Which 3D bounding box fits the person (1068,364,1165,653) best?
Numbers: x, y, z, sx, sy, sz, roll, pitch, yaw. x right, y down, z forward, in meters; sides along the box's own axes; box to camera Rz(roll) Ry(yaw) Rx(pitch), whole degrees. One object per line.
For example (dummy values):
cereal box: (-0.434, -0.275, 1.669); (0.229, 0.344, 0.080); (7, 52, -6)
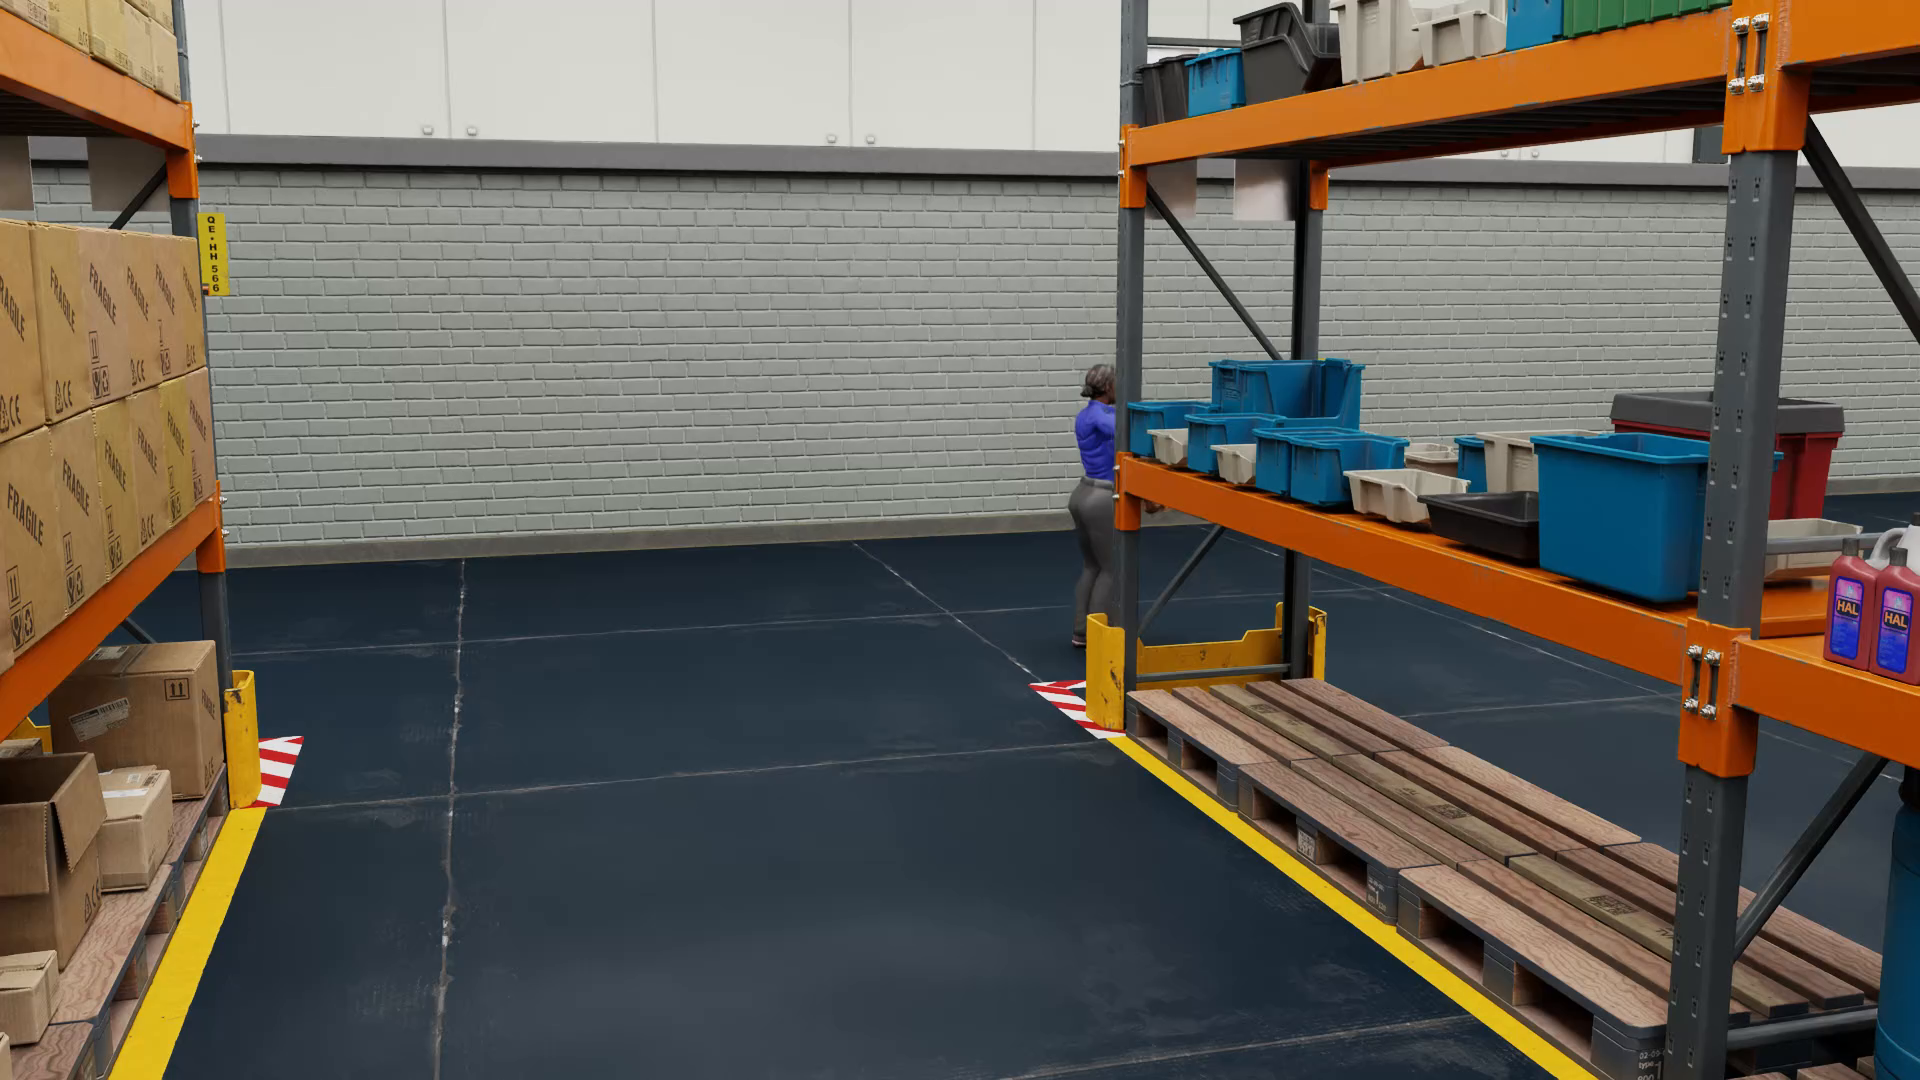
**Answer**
person: (0.884, -0.179, 9.515); (0.510, 1.656, 0.412); (-3, 10, -17)
